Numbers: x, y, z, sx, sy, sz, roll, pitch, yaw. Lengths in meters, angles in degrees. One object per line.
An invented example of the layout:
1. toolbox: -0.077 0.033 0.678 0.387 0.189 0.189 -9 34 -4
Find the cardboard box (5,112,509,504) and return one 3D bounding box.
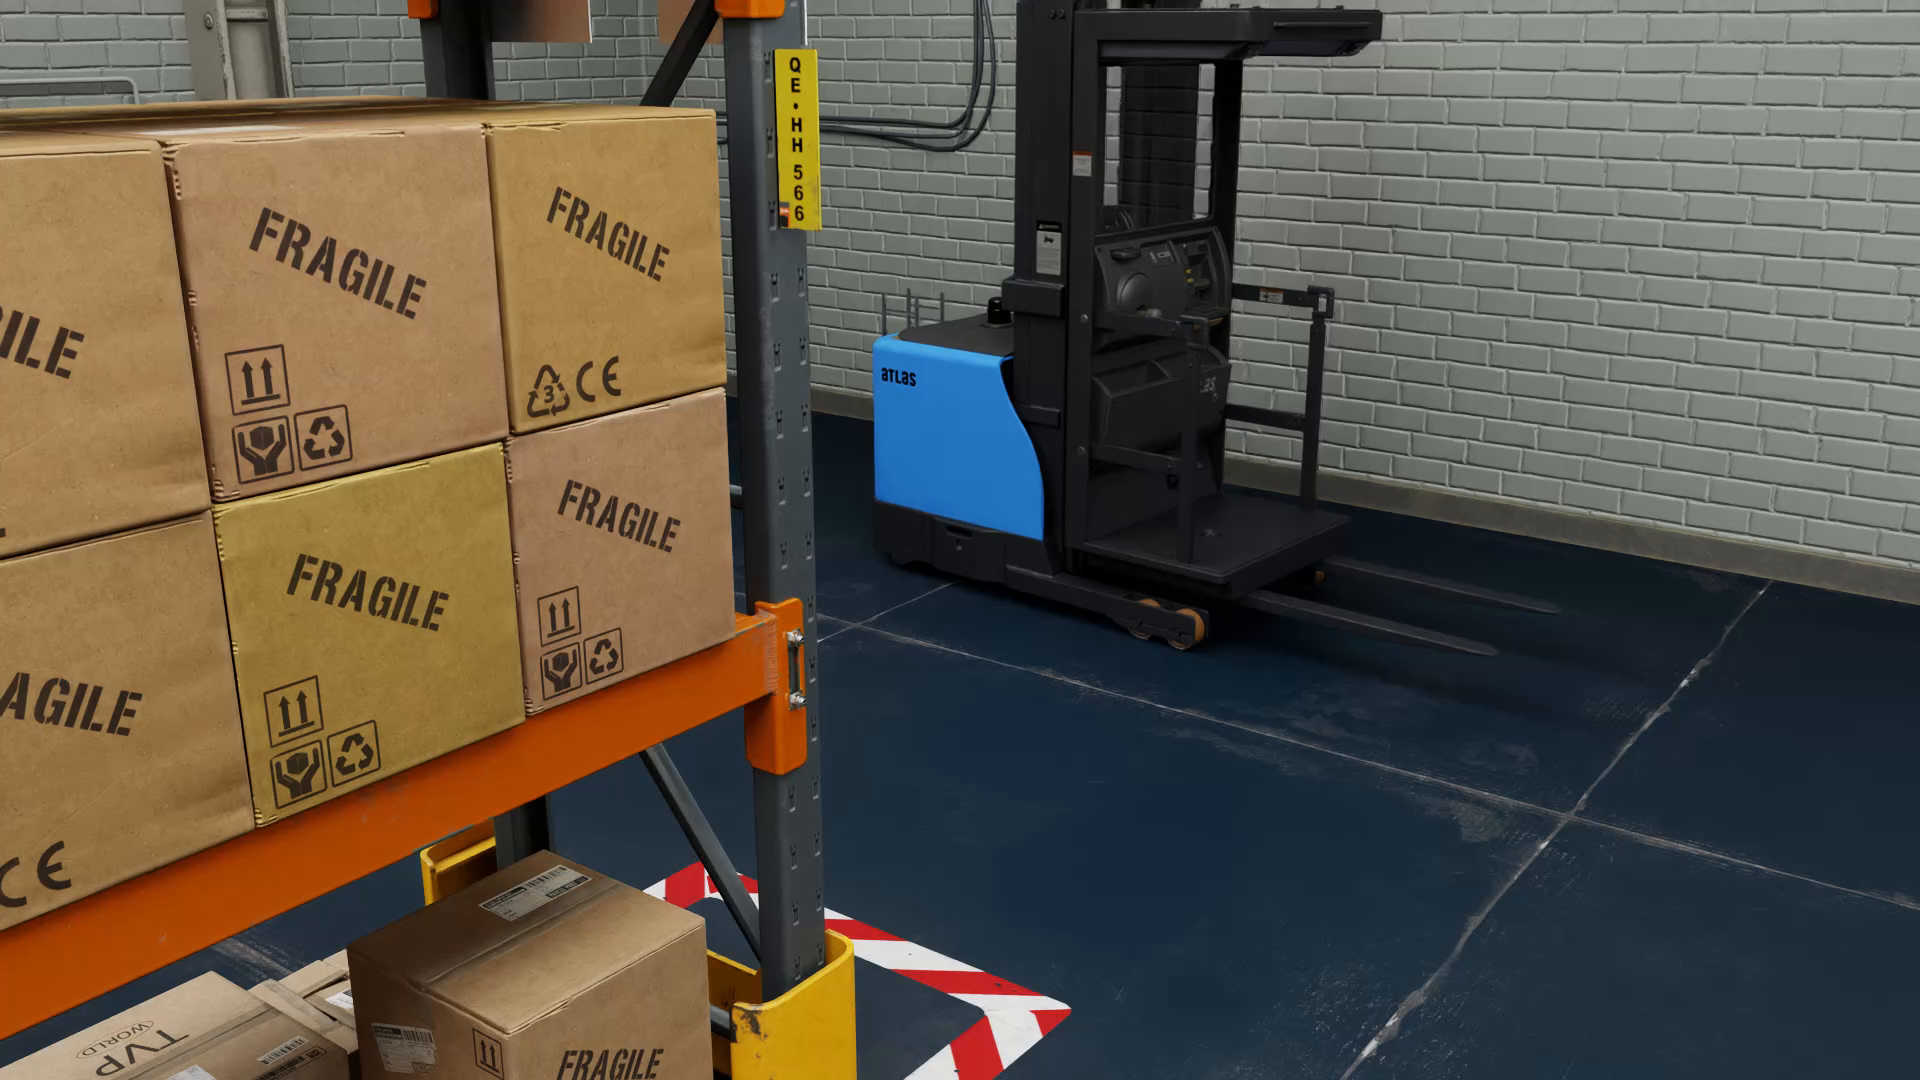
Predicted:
1. cardboard box: -1.079 -0.391 2.591 0.500 0.500 0.500 13 22 36

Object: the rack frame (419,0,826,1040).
1. rack frame: -0.734 -0.141 3.640 1.000 3.000 0.127 12 21 35

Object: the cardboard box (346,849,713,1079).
1. cardboard box: -0.860 1.016 3.388 0.500 0.500 0.500 12 21 35

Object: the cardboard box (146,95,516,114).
1. cardboard box: -1.210 -0.607 3.286 0.500 0.500 0.500 13 22 36

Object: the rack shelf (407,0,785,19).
1. rack shelf: -1.926 -0.754 1.768 1.077 0.370 4.000 12 21 35

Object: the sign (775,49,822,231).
1. sign: -0.301 -0.742 3.090 0.100 0.325 0.005 12 21 35

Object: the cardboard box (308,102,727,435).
1. cardboard box: -0.779 -0.512 2.979 0.500 0.500 0.500 12 21 34

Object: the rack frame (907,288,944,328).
1. rack frame: -0.166 -0.647 8.299 0.240 1.200 0.006 14 22 39

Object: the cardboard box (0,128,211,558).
1. cardboard box: -1.384 -0.267 2.191 0.500 0.500 0.500 13 22 36

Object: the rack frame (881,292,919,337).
1. rack frame: -0.285 -0.605 8.166 0.240 1.200 0.006 14 22 39

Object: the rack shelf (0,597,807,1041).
1. rack shelf: -1.926 0.679 2.213 1.077 0.370 4.000 12 21 35

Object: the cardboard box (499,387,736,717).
1. cardboard box: -0.783 -0.034 3.127 0.500 0.500 0.500 13 22 36

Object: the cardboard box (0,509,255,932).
1. cardboard box: -1.391 0.208 2.347 0.500 0.500 0.500 13 21 35

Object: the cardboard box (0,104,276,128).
1. cardboard box: -1.516 -0.481 2.881 0.500 0.500 0.500 13 21 35

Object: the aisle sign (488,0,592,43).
1. aisle sign: -0.930 -1.451 3.474 0.394 0.787 0.004 12 21 35

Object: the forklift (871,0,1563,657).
1. forklift: 1.030 -1.127 6.932 3.031 2.935 1.130 14 22 38

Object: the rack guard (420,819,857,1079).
1. rack guard: -0.780 1.071 3.952 1.175 0.500 0.348 12 21 35

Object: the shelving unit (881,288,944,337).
1. shelving unit: -0.226 -0.626 8.233 0.258 1.200 0.189 14 22 39

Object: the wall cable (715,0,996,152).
1. wall cable: -1.058 -3.681 10.161 3.097 2.526 0.112 12 21 35

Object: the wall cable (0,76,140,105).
1. wall cable: -4.712 -1.973 7.825 0.084 1.984 1.851 12 21 35

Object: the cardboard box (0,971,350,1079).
1. cardboard box: -1.584 1.161 3.343 0.500 0.250 0.500 12 21 35

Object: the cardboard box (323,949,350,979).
1. cardboard box: -1.260 1.049 3.872 0.380 0.149 0.250 12 21 35

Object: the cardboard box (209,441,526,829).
1. cardboard box: -1.089 0.090 2.727 0.500 0.500 0.500 13 21 35

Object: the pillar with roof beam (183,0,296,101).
1. pillar with roof beam: -0.343 -3.916 5.679 9.100 9.000 0.400 12 21 35

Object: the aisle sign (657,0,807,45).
1. aisle sign: -0.448 -1.345 3.132 0.394 0.787 0.004 12 21 35

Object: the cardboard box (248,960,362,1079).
1. cardboard box: -1.409 1.101 3.677 0.380 0.166 0.250 12 21 35
